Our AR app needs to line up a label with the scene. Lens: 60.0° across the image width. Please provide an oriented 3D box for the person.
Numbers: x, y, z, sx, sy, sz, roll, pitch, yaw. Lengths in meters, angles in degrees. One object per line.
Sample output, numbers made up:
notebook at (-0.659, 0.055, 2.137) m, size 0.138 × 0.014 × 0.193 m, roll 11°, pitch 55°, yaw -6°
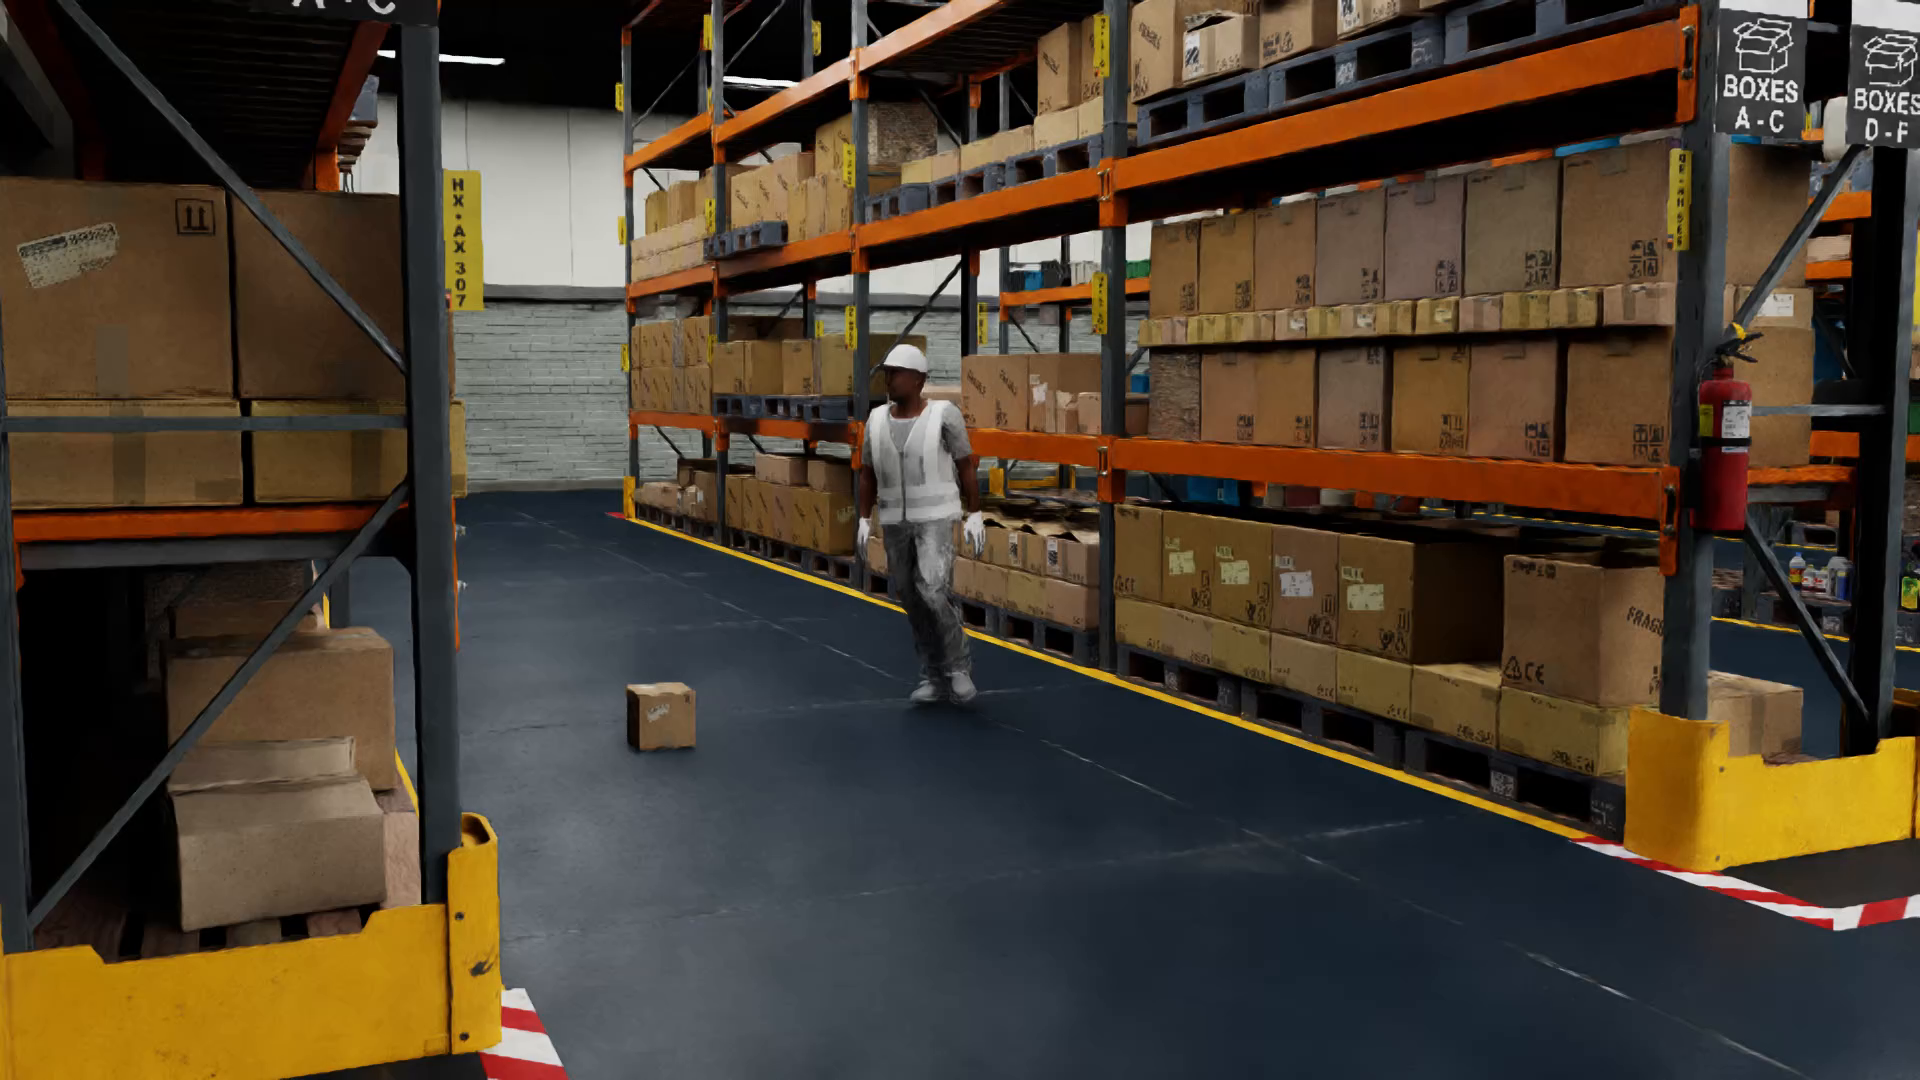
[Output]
person at (-0.205, -0.071, 8.189) m, size 0.641 × 1.775 × 0.462 m, roll 3°, pitch 6°, yaw 26°
